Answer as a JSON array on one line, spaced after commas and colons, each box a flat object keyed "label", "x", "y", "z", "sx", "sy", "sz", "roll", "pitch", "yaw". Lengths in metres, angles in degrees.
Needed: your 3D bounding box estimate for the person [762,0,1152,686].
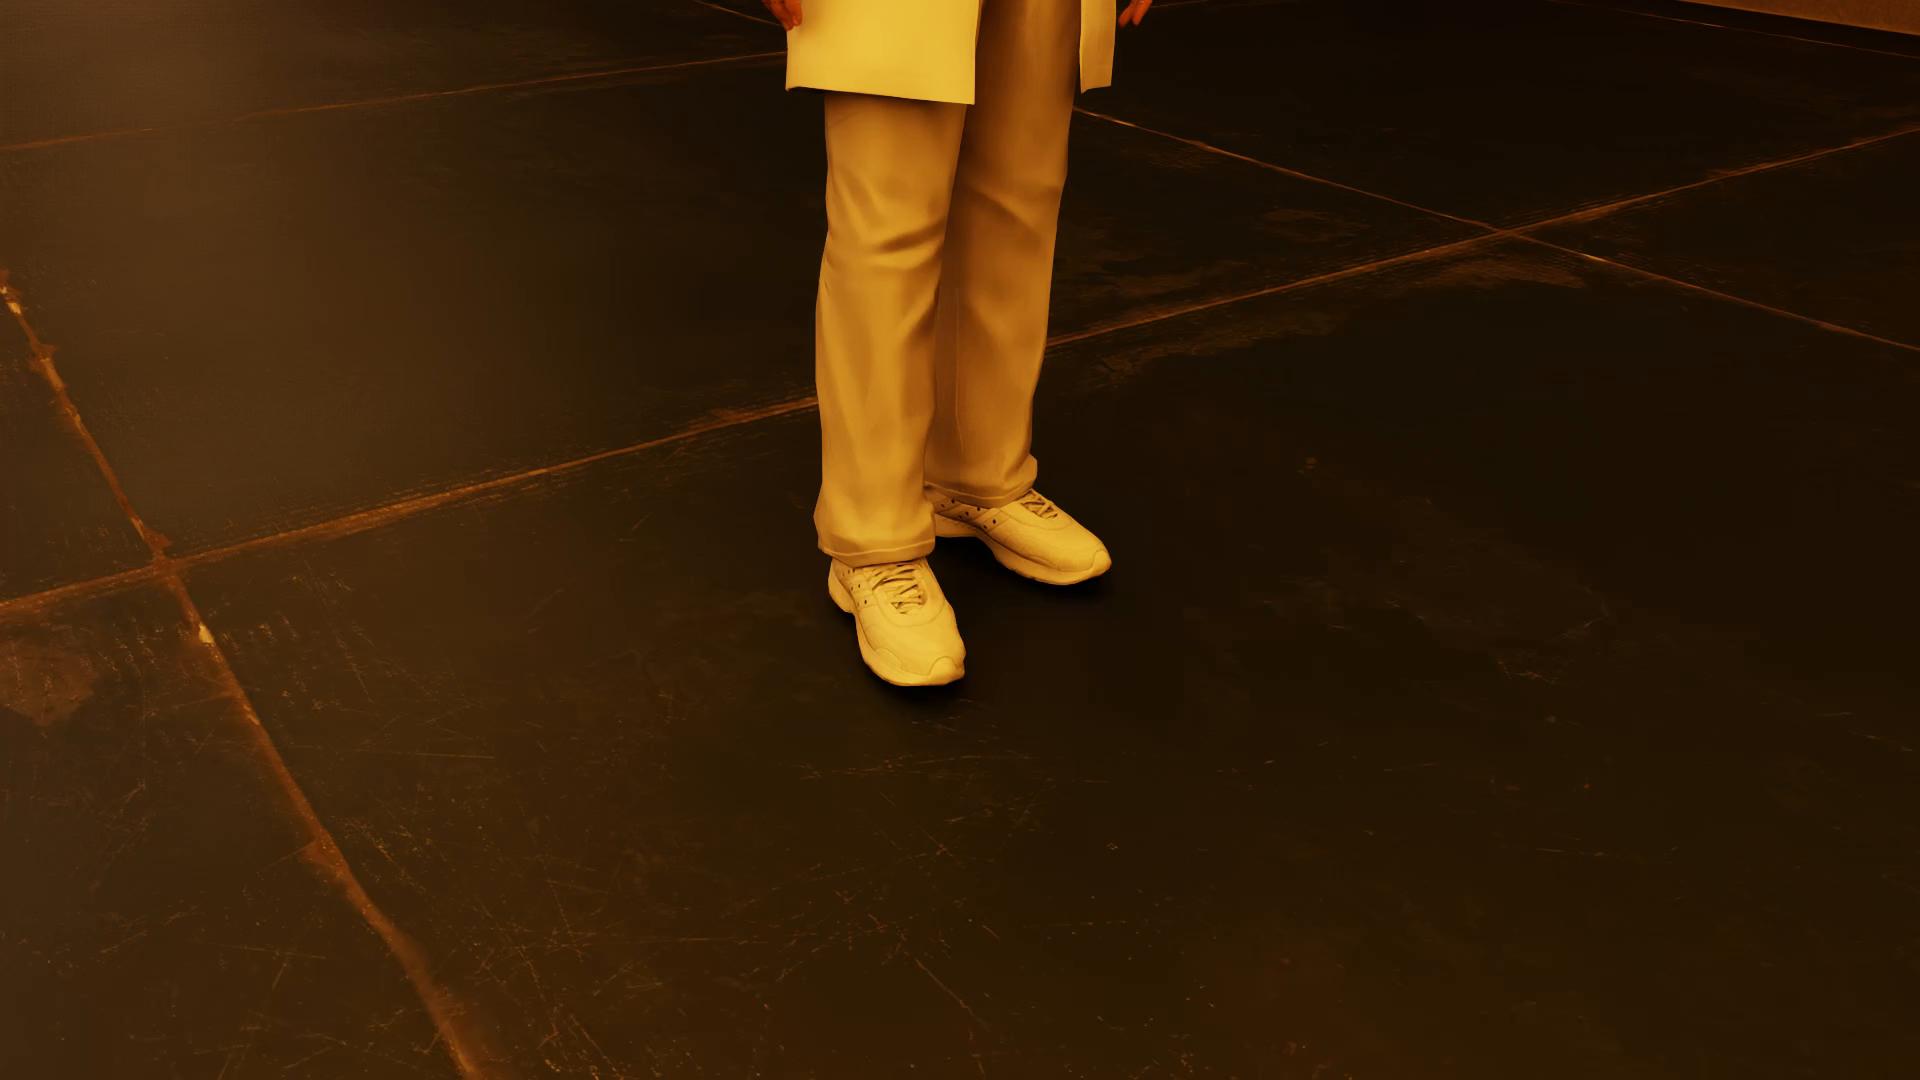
[{"label": "person", "x": 0.048, "y": -0.766, "z": 2.030, "sx": 0.696, "sy": 1.775, "sz": 0.581, "roll": -17, "pitch": 31, "yaw": -31}]
